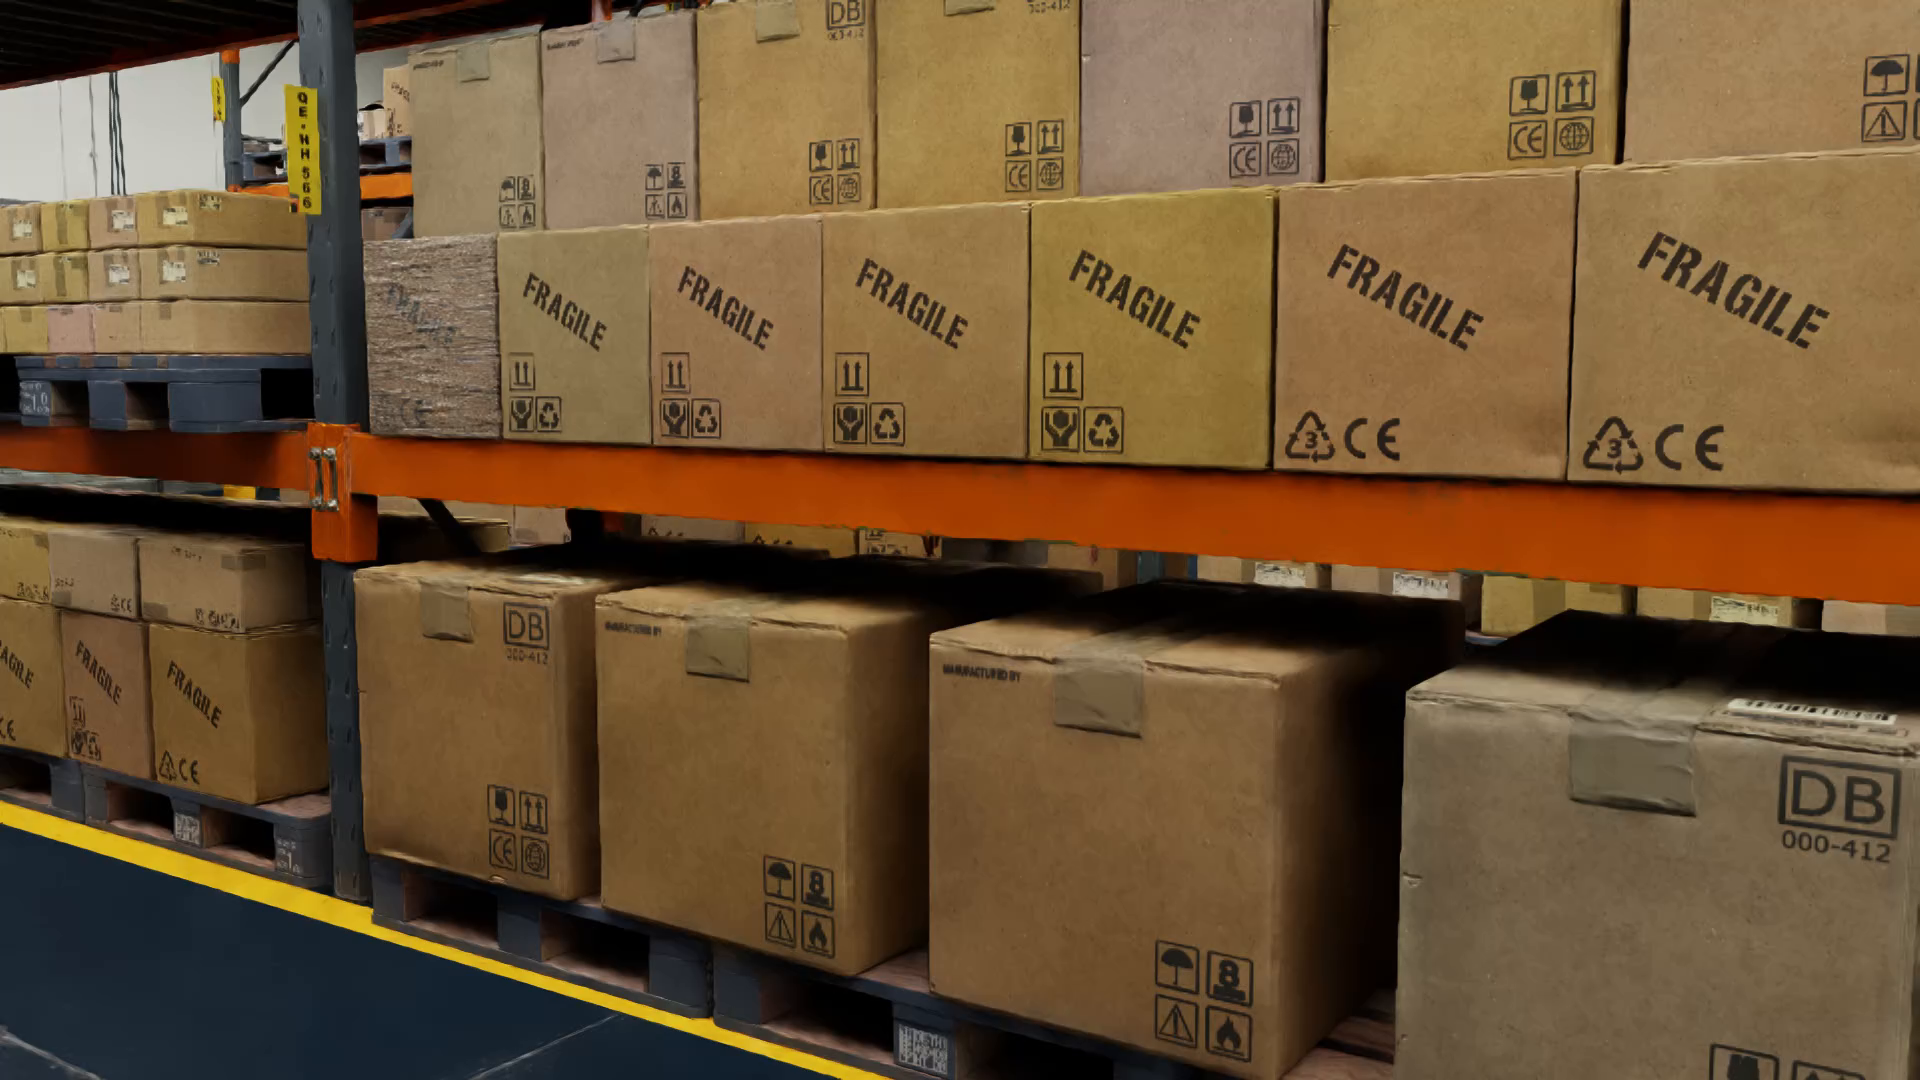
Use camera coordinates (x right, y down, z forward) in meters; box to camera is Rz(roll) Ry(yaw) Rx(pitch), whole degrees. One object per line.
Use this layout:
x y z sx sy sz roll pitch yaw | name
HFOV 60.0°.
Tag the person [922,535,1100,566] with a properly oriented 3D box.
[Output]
0.181 -0.060 6.257 0.696 1.730 0.360 1 6 7 | person
